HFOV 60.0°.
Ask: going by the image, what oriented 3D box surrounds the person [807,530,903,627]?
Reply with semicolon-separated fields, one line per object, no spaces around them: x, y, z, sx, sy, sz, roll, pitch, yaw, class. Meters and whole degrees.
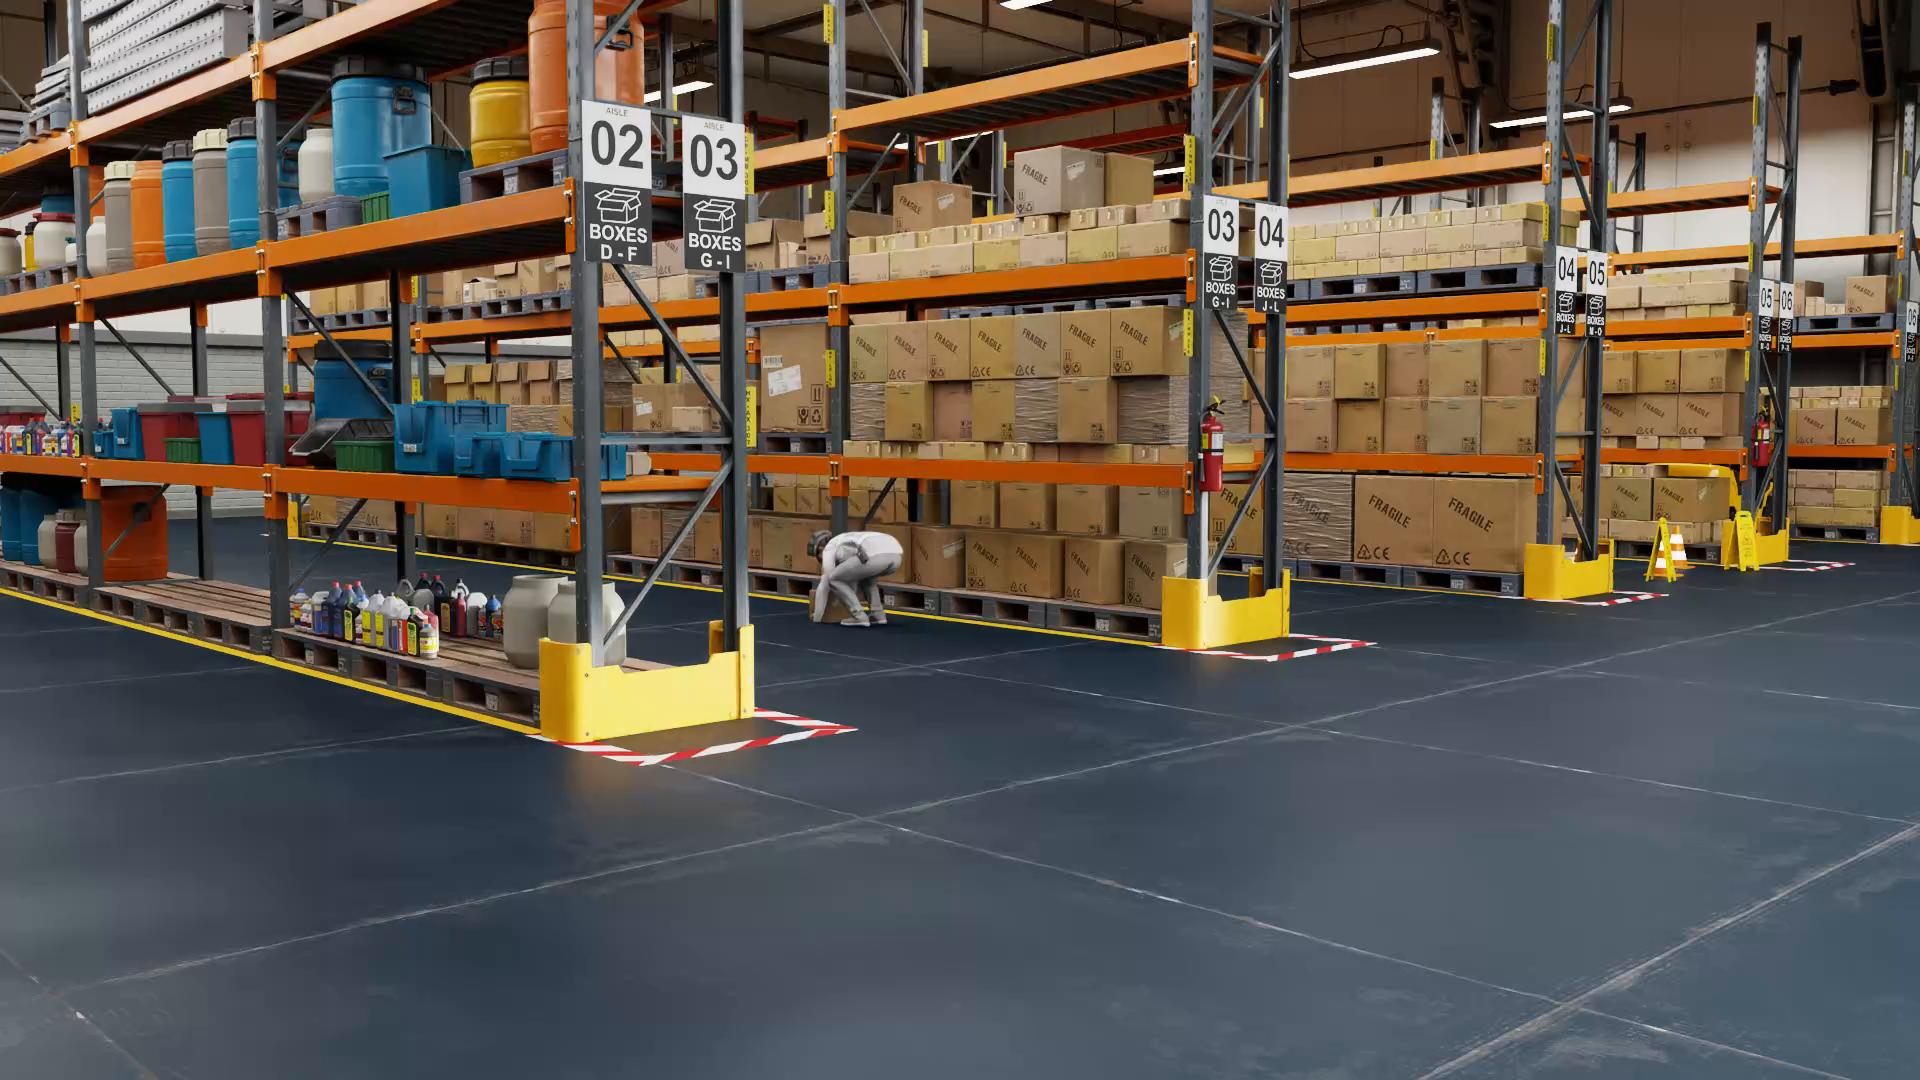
-0.857;0.310;13.287;0.914;0.761;0.453;4;6;44;person
